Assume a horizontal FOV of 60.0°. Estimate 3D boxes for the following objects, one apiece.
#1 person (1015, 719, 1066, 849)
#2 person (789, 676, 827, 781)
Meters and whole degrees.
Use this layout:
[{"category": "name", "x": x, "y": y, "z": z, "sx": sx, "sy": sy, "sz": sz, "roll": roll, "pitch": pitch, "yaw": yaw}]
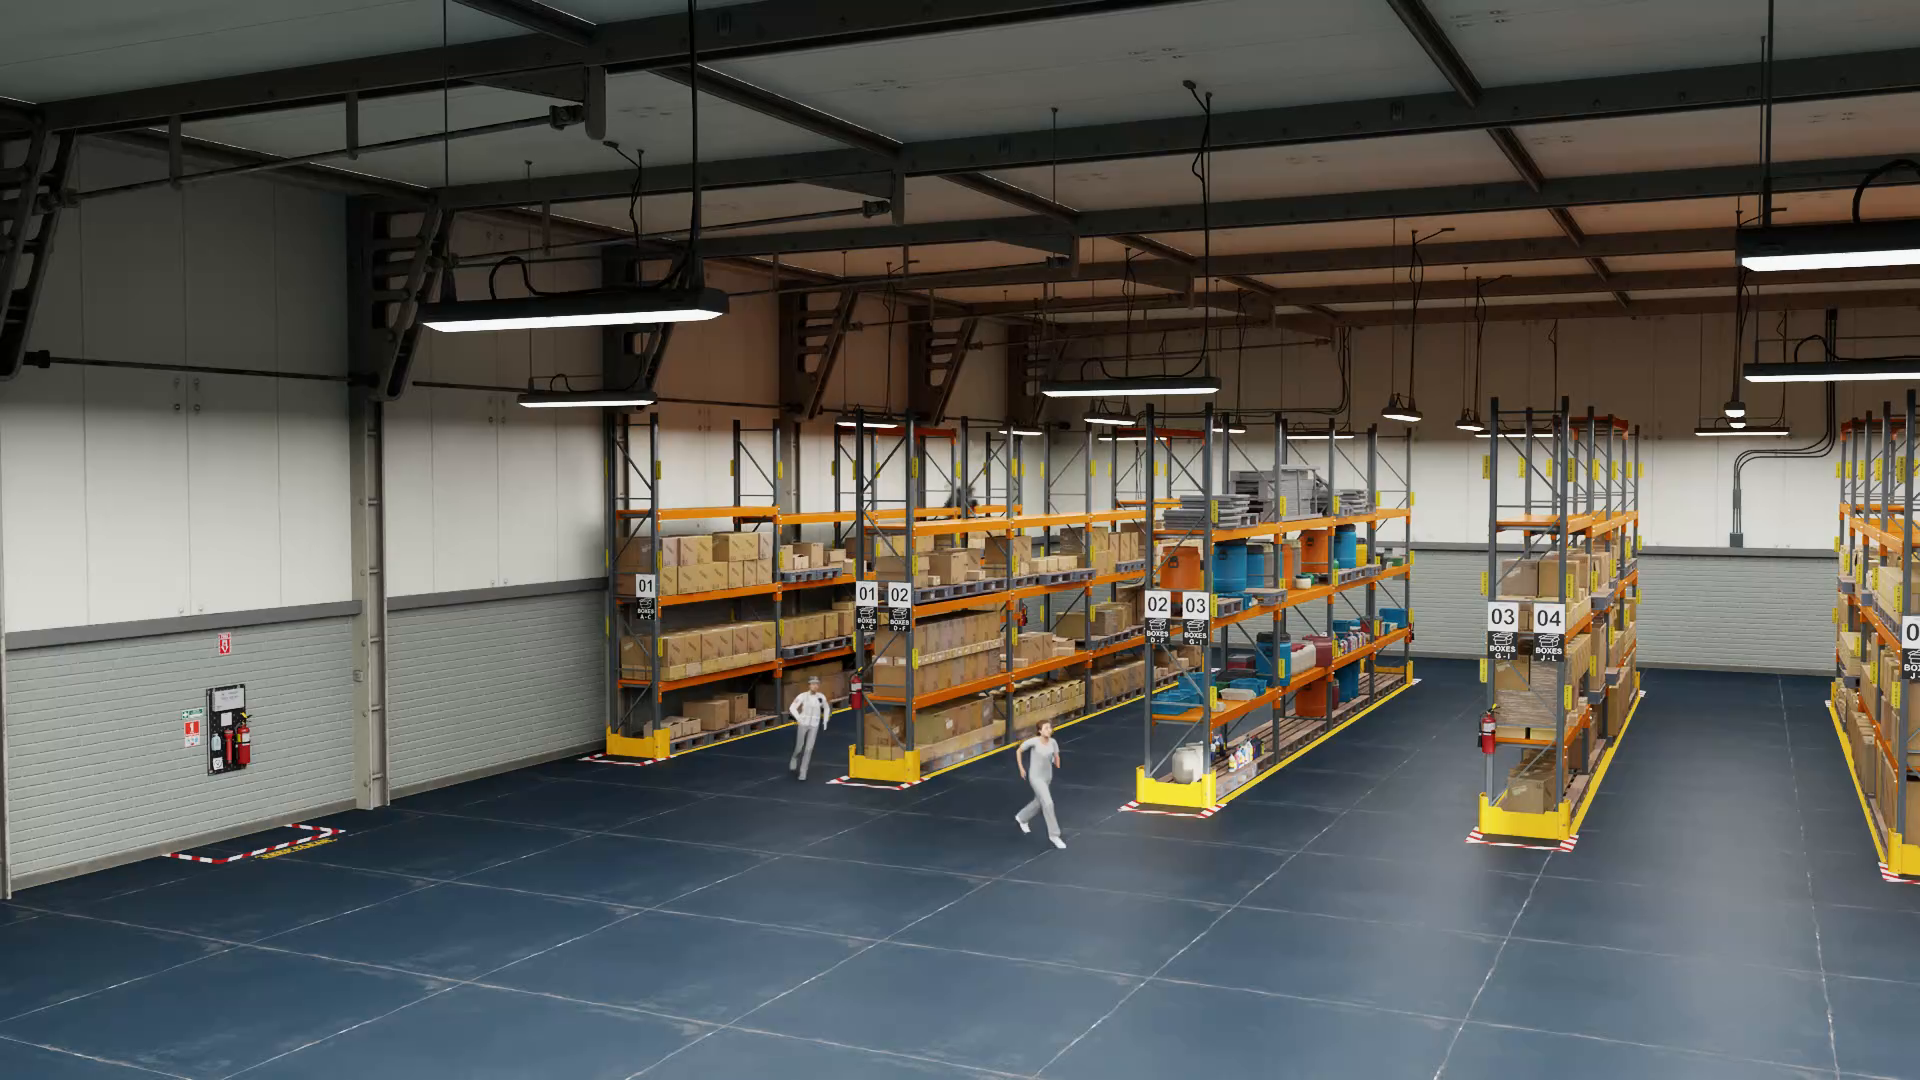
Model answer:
[{"category": "person", "x": 1.068, "y": 3.229, "z": 22.320, "sx": 0.587, "sy": 1.676, "sz": 1.006, "roll": -2, "pitch": 3, "yaw": -35}, {"category": "person", "x": -2.450, "y": 3.032, "z": 27.089, "sx": 0.598, "sy": 1.647, "sz": 0.818, "roll": -1, "pitch": 2, "yaw": -12}]
